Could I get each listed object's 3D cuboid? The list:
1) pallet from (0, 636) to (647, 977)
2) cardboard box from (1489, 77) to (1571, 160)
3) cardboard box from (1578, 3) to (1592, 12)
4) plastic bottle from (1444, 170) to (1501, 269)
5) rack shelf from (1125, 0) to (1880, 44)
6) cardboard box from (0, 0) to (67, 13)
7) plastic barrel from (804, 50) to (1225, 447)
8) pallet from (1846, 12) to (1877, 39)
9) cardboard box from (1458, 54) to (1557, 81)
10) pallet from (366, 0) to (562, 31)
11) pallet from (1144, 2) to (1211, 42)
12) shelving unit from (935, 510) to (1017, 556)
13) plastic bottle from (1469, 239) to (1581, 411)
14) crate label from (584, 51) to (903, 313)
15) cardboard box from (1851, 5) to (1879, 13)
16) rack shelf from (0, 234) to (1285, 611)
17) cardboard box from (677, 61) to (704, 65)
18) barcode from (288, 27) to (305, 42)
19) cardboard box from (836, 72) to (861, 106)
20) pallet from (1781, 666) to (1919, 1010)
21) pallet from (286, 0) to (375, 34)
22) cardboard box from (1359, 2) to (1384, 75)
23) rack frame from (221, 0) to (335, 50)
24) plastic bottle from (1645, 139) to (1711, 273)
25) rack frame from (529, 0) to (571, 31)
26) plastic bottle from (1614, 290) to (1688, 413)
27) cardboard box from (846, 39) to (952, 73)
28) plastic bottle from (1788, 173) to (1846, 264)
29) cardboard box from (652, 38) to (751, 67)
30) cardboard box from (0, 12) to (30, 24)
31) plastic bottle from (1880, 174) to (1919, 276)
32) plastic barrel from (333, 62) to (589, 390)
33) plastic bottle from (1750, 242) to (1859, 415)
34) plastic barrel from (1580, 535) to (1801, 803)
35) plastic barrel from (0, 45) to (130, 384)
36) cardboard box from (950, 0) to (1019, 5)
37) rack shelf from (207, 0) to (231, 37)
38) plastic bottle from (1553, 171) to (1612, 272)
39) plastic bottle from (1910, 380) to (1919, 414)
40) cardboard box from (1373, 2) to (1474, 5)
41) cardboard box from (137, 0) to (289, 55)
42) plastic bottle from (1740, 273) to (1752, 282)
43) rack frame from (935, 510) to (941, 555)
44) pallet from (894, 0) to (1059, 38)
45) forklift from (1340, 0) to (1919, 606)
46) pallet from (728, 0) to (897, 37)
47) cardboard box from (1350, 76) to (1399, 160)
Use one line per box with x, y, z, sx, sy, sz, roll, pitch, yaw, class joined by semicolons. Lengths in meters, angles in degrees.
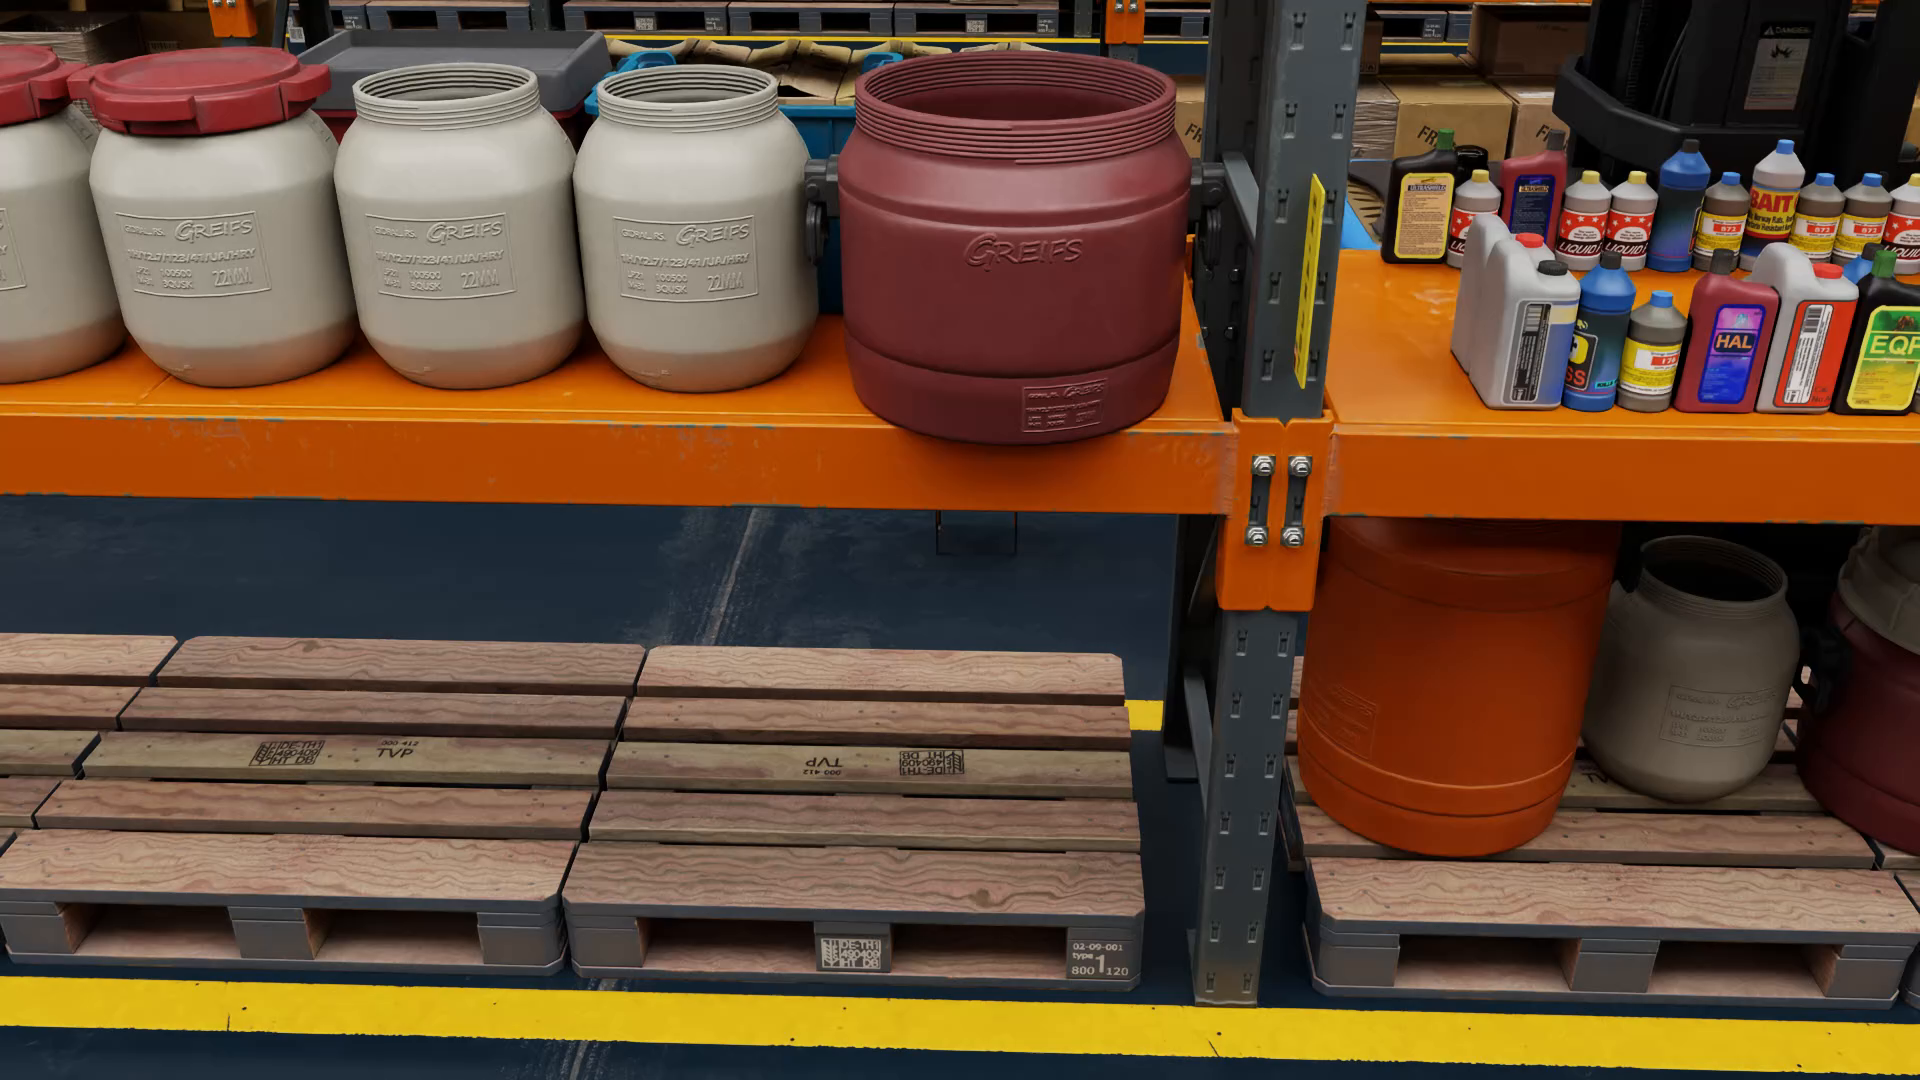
-1.423;0.586;3.920;1.213;0.211;1.003;1;28;2;pallet
2.736;-1.838;7.714;0.500;0.500;0.500;0;28;0;cardboard box
3.268;-2.406;7.985;0.500;0.250;0.500;1;28;2;cardboard box
1.100;-0.689;3.559;0.097;0.201;0.097;0;28;0;plastic bottle
2.744;-2.562;7.648;4.000;0.370;1.077;1;28;2;rack shelf
-4.705;-2.451;8.358;0.500;0.500;0.500;1;28;2;cardboard box
0.092;-0.520;2.883;0.708;0.536;0.600;1;28;2;plastic barrel
6.893;-3.865;12.316;1.213;0.211;1.003;1;28;2;pallet
2.730;-2.082;8.175;0.500;0.500;0.500;0;28;0;cardboard box
-3.754;-4.060;12.683;1.213;0.211;1.003;1;28;2;pallet
1.701;-3.951;12.478;1.213;0.211;1.003;1;28;2;pallet
0.053;-0.463;5.002;0.252;1.050;0.215;1;28;2;shelving unit
0.987;-0.381;2.898;0.135;0.276;0.152;1;28;2;plastic bottle
-0.417;-0.753;3.430;0.616;0.435;0.502;1;28;2;crate label
6.672;-4.167;12.128;0.500;0.500;0.700;2;28;3;cardboard box
-1.433;-0.309;3.399;4.000;0.370;1.077;1;28;2;rack shelf
-1.312;-2.049;7.801;0.500;0.311;0.500;2;28;3;cardboard box
-3.012;-2.294;7.548;0.075;0.075;0.001;1;28;2;barcode
-0.307;-2.030;7.765;0.500;0.311;0.500;1;28;1;cardboard box
2.572;0.653;3.793;1.213;0.211;1.003;1;28;2;pallet
-4.977;-4.079;12.719;1.213;0.211;1.003;1;28;2;pallet
1.744;-2.429;8.029;0.500;0.250;0.500;2;28;4;cardboard box
-3.253;-2.979;7.666;0.127;3.000;1.000;1;28;2;rack frame
1.525;-0.713;3.529;0.097;0.271;0.097;0;28;0;plastic bottle
-3.082;-5.297;12.041;0.127;3.000;1.000;1;28;2;rack frame
1.199;-0.332;2.885;0.097;0.201;0.097;0;28;0;plastic bottle
-0.294;-2.282;8.241;0.500;0.311;0.500;0;28;1;cardboard box
1.817;-0.677;3.537;0.097;0.201;0.097;0;28;0;plastic bottle
-1.317;-2.300;8.274;0.500;0.311;0.500;1;28;1;cardboard box
-4.723;-2.206;7.896;0.500;0.500;0.500;1;28;2;cardboard box
2.012;-0.674;3.531;0.097;0.201;0.097;0;28;0;plastic bottle
-0.890;-0.567;2.999;0.421;0.512;0.421;0;28;0;plastic barrel
1.450;-0.373;2.884;0.135;0.276;0.152;1;28;2;plastic bottle
1.623;0.287;3.714;0.421;0.512;0.421;0;28;0;plastic barrel
-1.750;-0.590;3.015;0.433;0.535;0.433;0;28;0;plastic barrel
0.194;-4.309;12.375;0.500;0.500;0.700;1;28;3;cardboard box
-5.252;-2.694;7.897;4.000;0.370;1.077;1;28;2;rack shelf
1.331;-0.685;3.552;0.097;0.201;0.097;0;28;0;plastic bottle
1.698;-0.323;2.869;0.097;0.201;0.097;0;28;0;plastic bottle
3.371;-4.364;12.127;0.750;0.750;0.750;2;28;3;cardboard box
-3.705;-2.435;8.327;0.500;0.500;0.500;1;28;2;cardboard box
1.435;-0.399;3.012;0.097;0.201;0.097;0;28;0;plastic bottle
-0.068;-0.465;5.006;0.008;1.050;0.200;1;28;2;rack frame
0.135;-4.013;12.595;1.213;0.211;1.003;1;28;2;pallet
2.563;-1.305;4.583;3.031;2.935;1.130;1;28;1;forklift
-1.081;-4.034;12.635;1.213;0.211;1.003;1;28;2;pallet
1.713;-1.855;7.746;0.500;0.500;0.500;0;28;0;cardboard box
